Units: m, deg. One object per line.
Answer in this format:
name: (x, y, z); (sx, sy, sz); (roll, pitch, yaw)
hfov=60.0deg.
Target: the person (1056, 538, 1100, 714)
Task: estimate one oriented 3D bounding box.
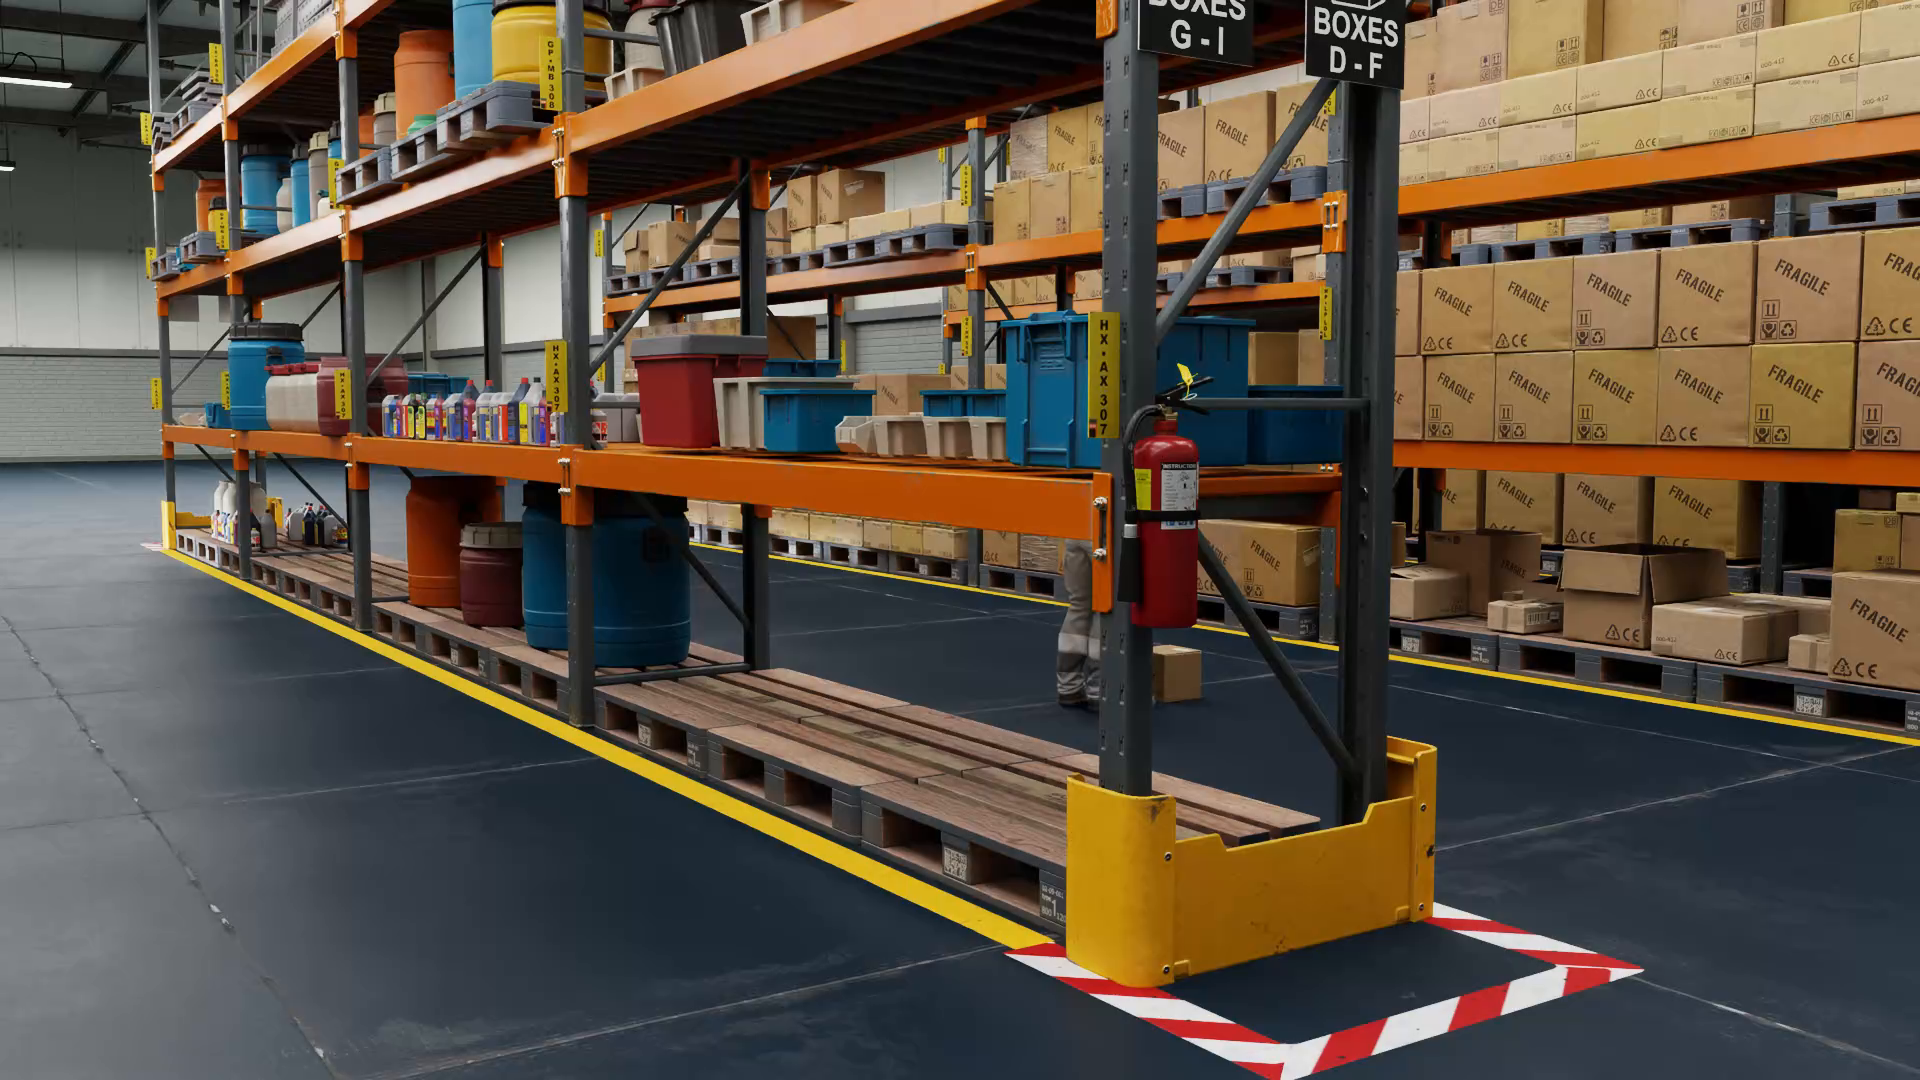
person: (0.670, -0.054, 8.287); (0.348, 1.786, 0.524); (-3, 5, -32)
